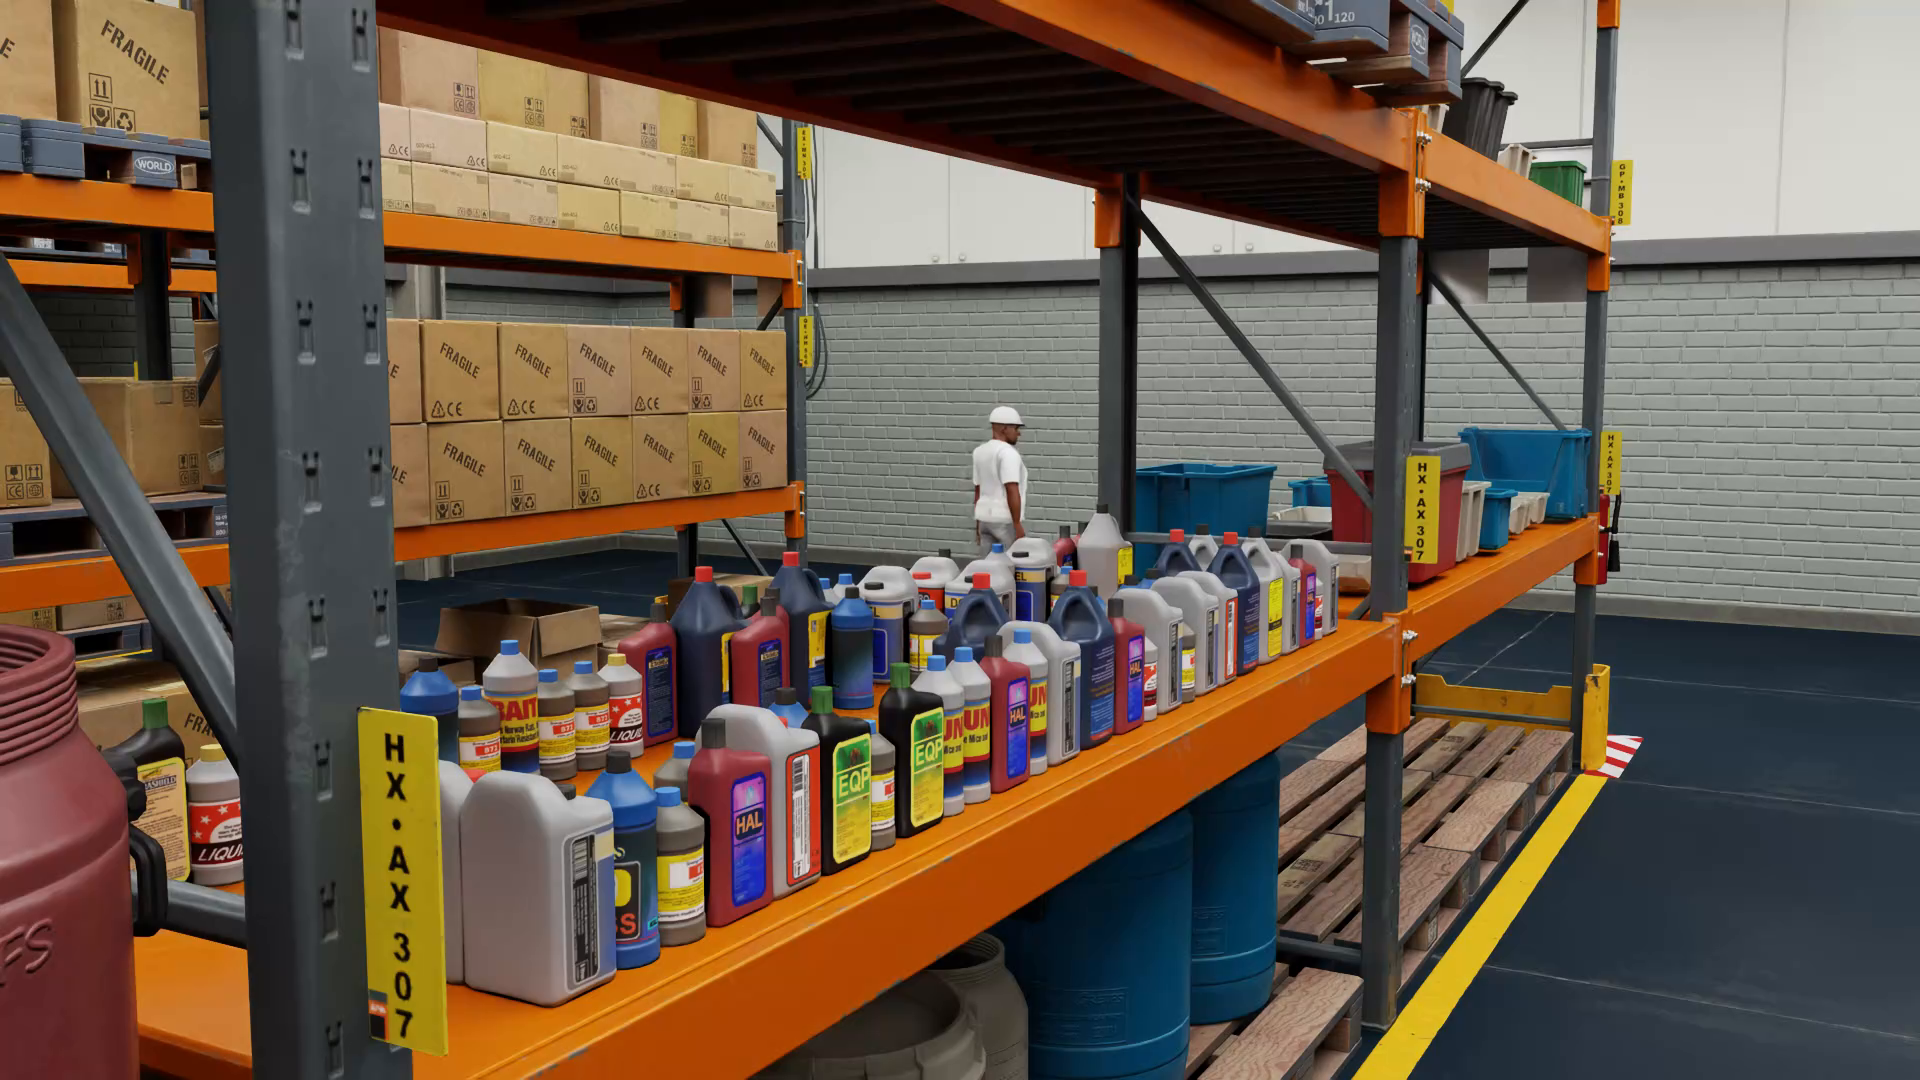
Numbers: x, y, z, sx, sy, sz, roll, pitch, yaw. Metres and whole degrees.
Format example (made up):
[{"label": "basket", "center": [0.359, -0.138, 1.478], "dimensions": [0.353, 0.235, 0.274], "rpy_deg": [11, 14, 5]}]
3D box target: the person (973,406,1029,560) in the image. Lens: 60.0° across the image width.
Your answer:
[{"label": "person", "center": [0.299, -0.131, 12.575], "dimensions": [0.459, 1.754, 0.640], "rpy_deg": [-4, 7, -33]}]
